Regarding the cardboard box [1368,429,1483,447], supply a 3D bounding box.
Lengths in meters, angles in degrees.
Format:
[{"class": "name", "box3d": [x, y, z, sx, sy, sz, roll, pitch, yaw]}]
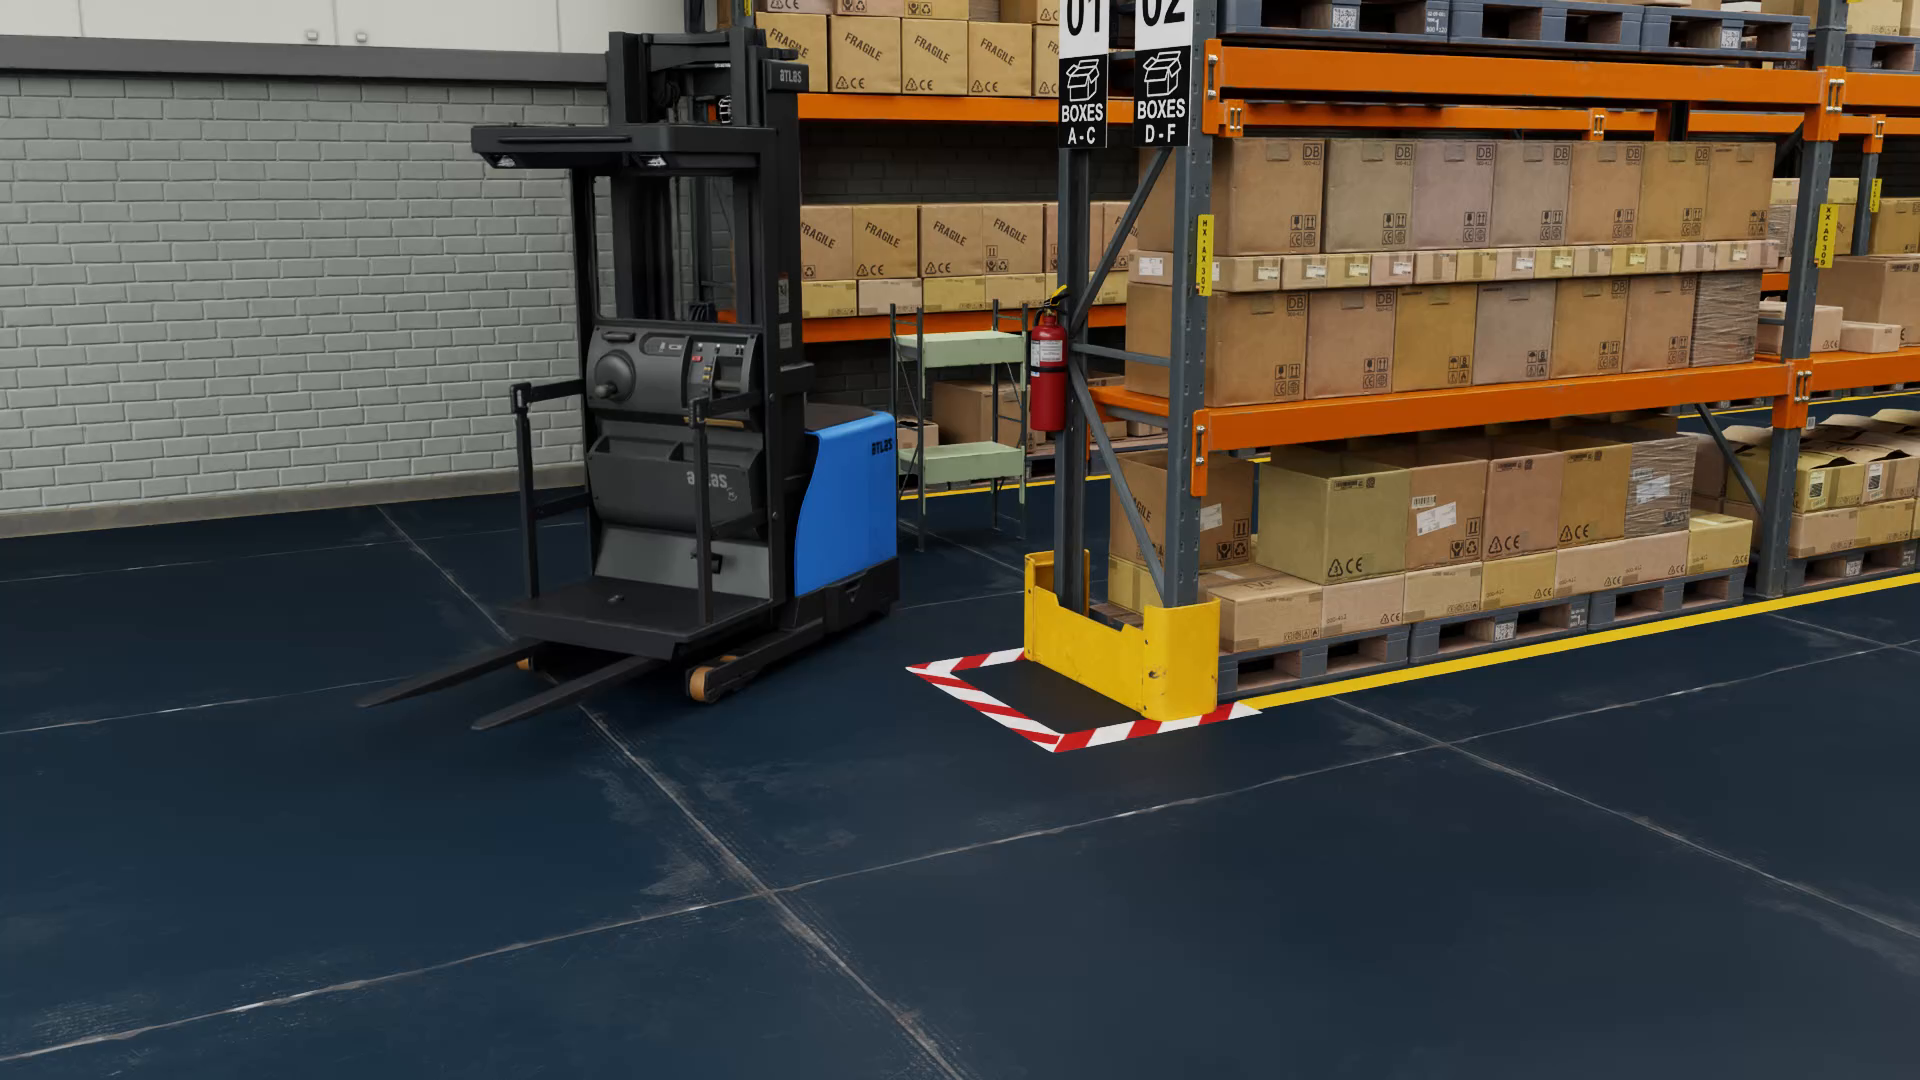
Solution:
[{"class": "cardboard box", "box3d": [2.379, -0.315, 8.775, 0.500, 0.500, 0.500, -7, 14, -28]}]

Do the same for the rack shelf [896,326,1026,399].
[{"class": "rack shelf", "box3d": [-0.006, -1.112, 10.356, 0.720, 0.370, 0.431, -7, 14, -28]}]

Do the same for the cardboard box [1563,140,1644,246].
[{"class": "cardboard box", "box3d": [2.982, -1.760, 8.416, 0.500, 0.500, 0.700, -7, 14, -28]}]

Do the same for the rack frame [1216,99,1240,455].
[{"class": "rack frame", "box3d": [1.875, -2.187, 13.493, 0.127, 3.000, 1.000, -7, 14, -28]}]

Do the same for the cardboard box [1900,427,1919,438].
[{"class": "cardboard box", "box3d": [6.082, -0.527, 10.147, 0.500, 0.311, 0.500, -6, 14, -26]}]

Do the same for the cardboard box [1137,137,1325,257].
[{"class": "cardboard box", "box3d": [1.203, -1.545, 7.462, 0.500, 0.500, 0.700, -7, 14, -28]}]

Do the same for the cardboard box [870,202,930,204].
[{"class": "cardboard box", "box3d": [-0.426, -2.265, 12.430, 0.500, 0.500, 0.500, -7, 15, -29]}]

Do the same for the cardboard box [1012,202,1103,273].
[{"class": "cardboard box", "box3d": [0.725, -2.275, 12.475, 0.500, 0.500, 0.500, -7, 15, -29]}]

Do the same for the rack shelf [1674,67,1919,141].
[{"class": "rack shelf", "box3d": [6.007, -2.555, 9.938, 4.000, 0.370, 1.077, -7, 14, -28]}]

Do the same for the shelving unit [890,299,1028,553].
[{"class": "shelving unit", "box3d": [-0.006, -0.731, 10.441, 0.755, 1.500, 0.431, -7, 14, -28]}]

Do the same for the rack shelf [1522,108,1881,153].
[{"class": "rack shelf", "box3d": [7.141, -3.930, 16.048, 4.000, 0.370, 1.077, -7, 14, -28]}]

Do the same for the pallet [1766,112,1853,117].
[{"class": "pallet", "box3d": [8.115, -4.292, 16.454, 1.217, 0.209, 0.805, -8, 15, -30]}]

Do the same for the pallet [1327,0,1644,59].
[{"class": "pallet", "box3d": [2.446, -2.430, 7.946, 1.213, 0.211, 1.003, -7, 14, -28]}]

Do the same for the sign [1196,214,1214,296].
[{"class": "sign", "box3d": [1.001, -1.165, 6.801, 0.005, 0.325, 0.100, -7, 14, -28]}]

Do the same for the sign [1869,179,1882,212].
[{"class": "sign", "box3d": [9.165, -3.451, 16.654, 0.005, 0.325, 0.100, -7, 14, -28]}]

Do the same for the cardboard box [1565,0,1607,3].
[{"class": "cardboard box", "box3d": [2.745, -2.870, 8.189, 0.637, 0.503, 0.797, -5, 14, -22]}]

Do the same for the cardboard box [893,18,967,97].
[{"class": "cardboard box", "box3d": [-0.281, -3.380, 11.690, 0.500, 0.500, 0.500, -6, 14, -25]}]

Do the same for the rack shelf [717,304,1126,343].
[{"class": "rack shelf", "box3d": [0.119, -1.625, 12.637, 4.000, 0.370, 1.077, -7, 14, -28]}]

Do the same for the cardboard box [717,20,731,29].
[{"class": "cardboard box", "box3d": [-1.391, -3.380, 11.693, 0.500, 0.500, 0.500, -6, 14, -24]}]

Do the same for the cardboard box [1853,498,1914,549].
[{"class": "cardboard box", "box3d": [5.173, -0.144, 9.723, 0.500, 0.250, 0.500, -6, 14, -26]}]

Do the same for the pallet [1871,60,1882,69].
[{"class": "pallet", "box3d": [6.229, -2.818, 9.895, 1.213, 0.211, 1.003, -6, 14, -25]}]

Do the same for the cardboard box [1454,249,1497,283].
[{"class": "cardboard box", "box3d": [2.318, -1.312, 7.904, 0.250, 0.149, 0.380, -7, 14, -29]}]

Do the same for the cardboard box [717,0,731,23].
[{"class": "cardboard box", "box3d": [-1.383, -3.871, 11.597, 0.500, 0.500, 0.500, -6, 14, -25]}]

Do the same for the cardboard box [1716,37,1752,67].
[{"class": "cardboard box", "box3d": [7.143, -4.572, 16.032, 0.500, 0.500, 0.700, -7, 14, -28]}]

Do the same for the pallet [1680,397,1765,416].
[{"class": "pallet", "box3d": [7.183, -1.443, 16.540, 1.213, 0.211, 1.003, -7, 14, -28]}]

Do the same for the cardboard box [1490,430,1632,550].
[{"class": "cardboard box", "box3d": [3.068, -0.267, 8.562, 0.500, 0.500, 0.500, -7, 14, -28]}]

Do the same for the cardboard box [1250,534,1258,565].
[{"class": "cardboard box", "box3d": [1.503, 0.157, 8.387, 0.500, 0.250, 0.500, -7, 14, -28]}]

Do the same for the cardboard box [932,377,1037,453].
[{"class": "cardboard box", "box3d": [0.182, -0.944, 12.663, 0.500, 0.500, 0.700, -8, 15, -31]}]

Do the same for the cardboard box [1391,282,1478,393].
[{"class": "cardboard box", "box3d": [2.054, -1.014, 8.056, 0.500, 0.500, 0.700, -7, 14, -27]}]

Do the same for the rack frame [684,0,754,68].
[{"class": "rack frame", "box3d": [-1.636, -4.693, 10.965, 0.127, 3.000, 1.000, -7, 14, -28]}]

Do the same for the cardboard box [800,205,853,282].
[{"class": "cardboard box", "box3d": [-1.073, -2.061, 11.521, 0.500, 0.500, 0.500, -7, 14, -28]}]

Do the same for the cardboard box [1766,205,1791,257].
[{"class": "cardboard box", "box3d": [7.724, -3.028, 16.281, 0.500, 0.500, 0.500, -7, 14, -28]}]

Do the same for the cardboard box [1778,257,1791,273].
[{"class": "cardboard box", "box3d": [8.072, -2.736, 16.463, 0.250, 0.149, 0.380, -7, 14, -28]}]

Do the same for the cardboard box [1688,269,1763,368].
[{"class": "cardboard box", "box3d": [3.865, -1.233, 9.029, 0.500, 0.500, 0.700, -7, 15, -29]}]

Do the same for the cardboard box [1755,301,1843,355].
[{"class": "cardboard box", "box3d": [4.663, -1.219, 9.537, 0.500, 0.250, 0.500, -6, 14, -24]}]

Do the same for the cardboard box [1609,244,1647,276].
[{"class": "cardboard box", "box3d": [3.221, -1.421, 8.386, 0.250, 0.149, 0.380, -7, 14, -28]}]

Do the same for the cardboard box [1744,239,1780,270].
[{"class": "cardboard box", "box3d": [4.115, -1.528, 8.860, 0.250, 0.149, 0.380, -7, 14, -28]}]

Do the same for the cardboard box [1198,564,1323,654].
[{"class": "cardboard box", "box3d": [1.318, 0.311, 7.699, 0.500, 0.250, 0.500, -7, 14, -28]}]

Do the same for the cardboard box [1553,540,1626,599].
[{"class": "cardboard box", "box3d": [3.074, 0.101, 8.633, 0.500, 0.250, 0.500, -7, 14, -28]}]

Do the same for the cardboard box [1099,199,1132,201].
[{"class": "cardboard box", "box3d": [1.362, -2.480, 13.384, 0.500, 0.500, 0.500, -7, 15, -29]}]

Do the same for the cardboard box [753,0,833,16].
[{"class": "cardboard box", "box3d": [-1.182, -3.769, 11.143, 0.500, 0.500, 0.500, -8, 15, -32]}]

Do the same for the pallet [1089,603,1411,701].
[{"class": "pallet", "box3d": [1.392, 0.460, 8.083, 1.213, 0.211, 1.003, -7, 14, -28]}]

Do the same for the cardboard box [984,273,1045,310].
[{"class": "cardboard box", "box3d": [0.288, -1.855, 12.316, 0.500, 0.250, 0.500, -7, 14, -27]}]

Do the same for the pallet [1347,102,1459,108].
[{"class": "pallet", "box3d": [3.376, -3.712, 13.869, 1.003, 0.211, 1.213, -7, 14, -28]}]

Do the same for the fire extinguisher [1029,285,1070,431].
[{"class": "fire extinguisher", "box3d": [0.414, -0.851, 7.734, 0.183, 0.674, 0.296, -7, 14, -28]}]

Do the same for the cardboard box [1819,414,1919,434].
[{"class": "cardboard box", "box3d": [5.805, -0.627, 10.594, 0.500, 0.311, 0.500, -7, 14, -29]}]

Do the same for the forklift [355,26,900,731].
[{"class": "forklift", "box3d": [-1.441, -0.816, 7.558, 1.130, 2.935, 3.031, 6, 14, 26]}]

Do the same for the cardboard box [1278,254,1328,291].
[{"class": "cardboard box", "box3d": [1.419, -1.205, 7.426, 0.250, 0.149, 0.380, -7, 15, -29]}]

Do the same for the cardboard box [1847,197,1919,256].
[{"class": "cardboard box", "box3d": [9.380, -3.228, 17.440, 0.700, 0.700, 0.980, -7, 14, -27]}]

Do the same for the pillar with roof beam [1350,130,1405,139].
[{"class": "pillar with roof beam", "box3d": [5.893, -4.734, 11.151, 0.400, 9.000, 9.100, -7, 14, -28]}]
